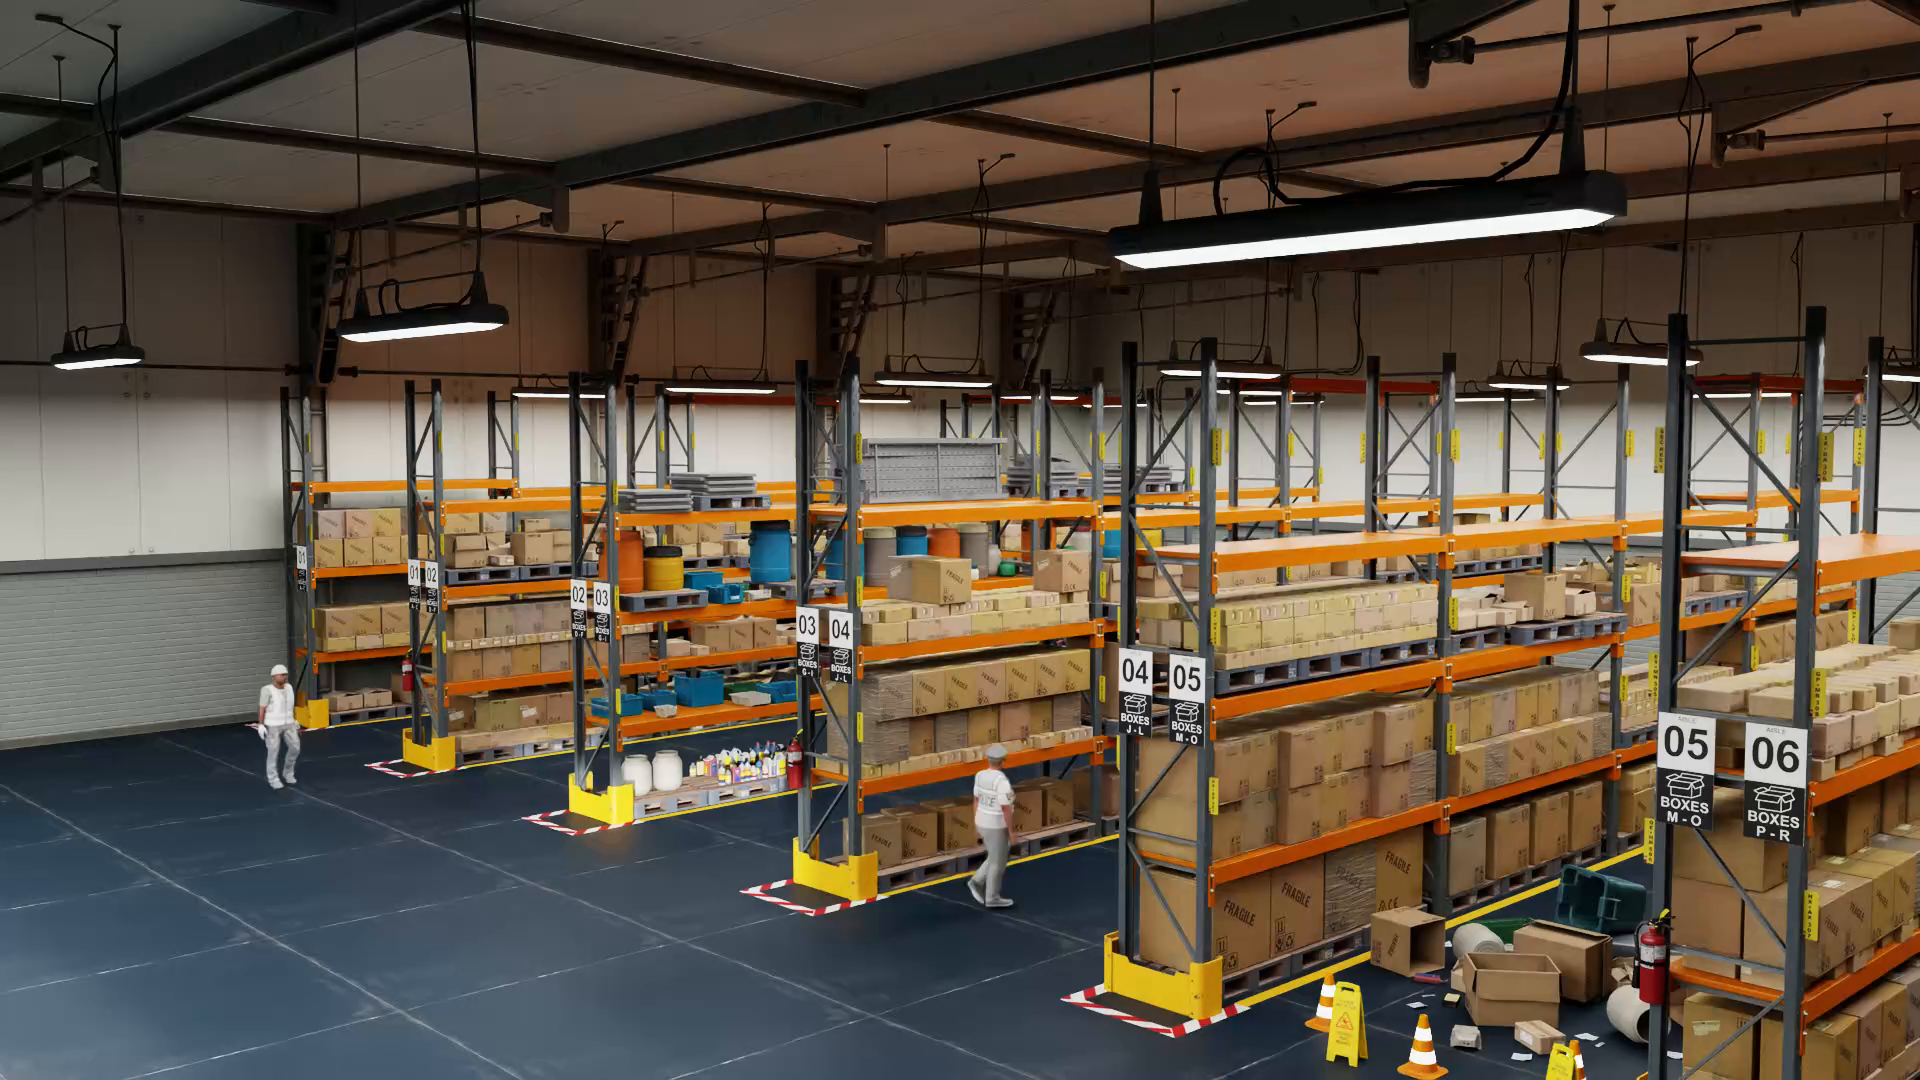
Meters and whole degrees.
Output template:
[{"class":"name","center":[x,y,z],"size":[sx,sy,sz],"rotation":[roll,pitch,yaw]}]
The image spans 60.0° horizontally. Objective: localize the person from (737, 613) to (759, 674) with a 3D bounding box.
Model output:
[{"class":"person","center":[-4.410,2.197,34.151],"size":[0.565,1.735,0.395],"rotation":[-2,4,-25]}]

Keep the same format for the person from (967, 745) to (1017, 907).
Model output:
[{"class":"person","center":[0.363,3.116,18.049],"size":[0.484,1.775,0.519],"rotation":[-1,4,-14]}]

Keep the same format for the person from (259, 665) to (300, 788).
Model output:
[{"class":"person","center":[-9.991,2.725,24.371],"size":[0.428,1.799,0.654],"rotation":[2,4,31]}]
